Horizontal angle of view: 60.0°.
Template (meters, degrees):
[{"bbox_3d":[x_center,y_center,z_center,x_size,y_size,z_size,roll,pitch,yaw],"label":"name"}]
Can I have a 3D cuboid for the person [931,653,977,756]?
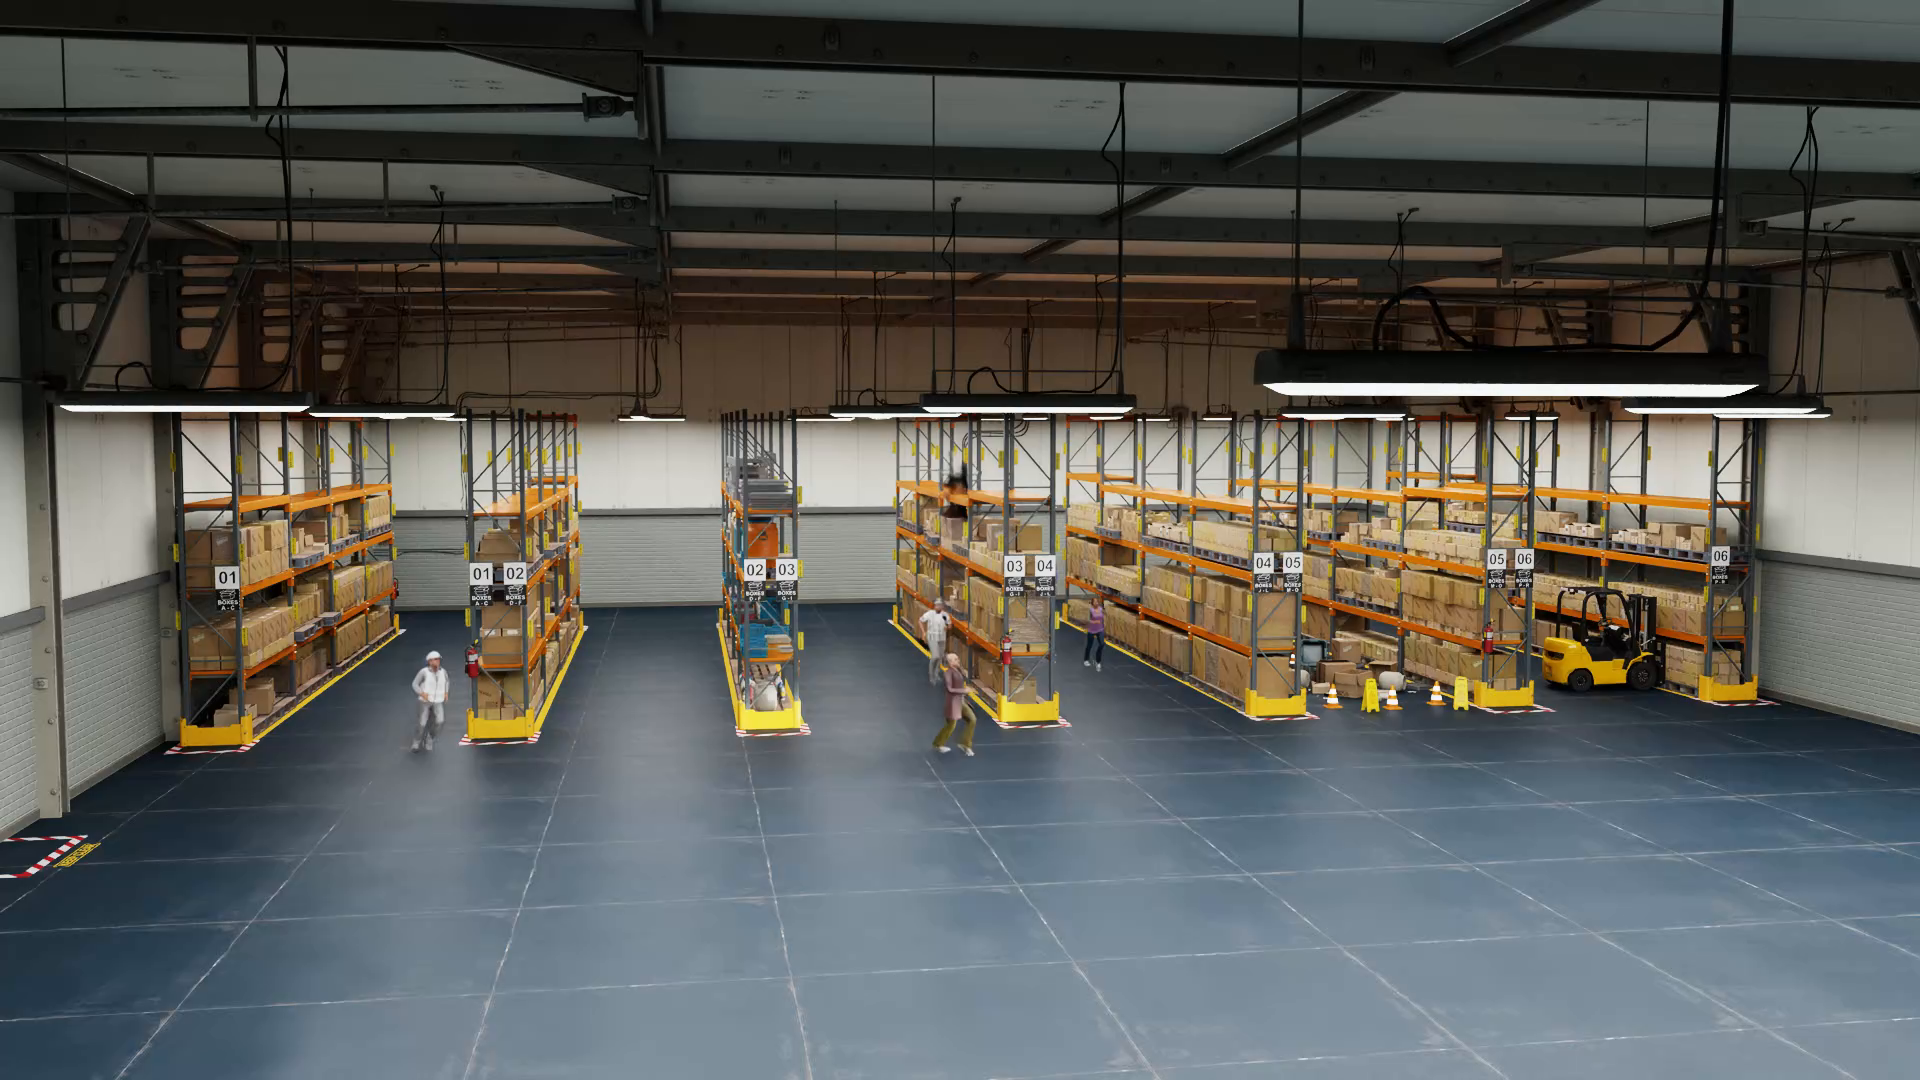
[{"bbox_3d":[-0.093,2.857,28.749,0.826,1.820,0.723,2,4,23],"label":"person"}]

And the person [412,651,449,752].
[{"bbox_3d":[-9.250,2.826,29.186,0.714,1.746,0.637,-3,5,-36],"label":"person"}]

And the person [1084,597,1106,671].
[{"bbox_3d":[3.018,2.078,36.878,0.546,1.647,0.785,-1,4,-16],"label":"person"}]

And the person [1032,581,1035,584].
[{"bbox_3d":[2.213,1.504,49.109,0.757,1.594,0.609,-2,4,-23],"label":"person"}]

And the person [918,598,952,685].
[{"bbox_3d":[-0.469,2.133,35.002,0.652,1.841,0.653,-2,4,-22],"label":"person"}]
